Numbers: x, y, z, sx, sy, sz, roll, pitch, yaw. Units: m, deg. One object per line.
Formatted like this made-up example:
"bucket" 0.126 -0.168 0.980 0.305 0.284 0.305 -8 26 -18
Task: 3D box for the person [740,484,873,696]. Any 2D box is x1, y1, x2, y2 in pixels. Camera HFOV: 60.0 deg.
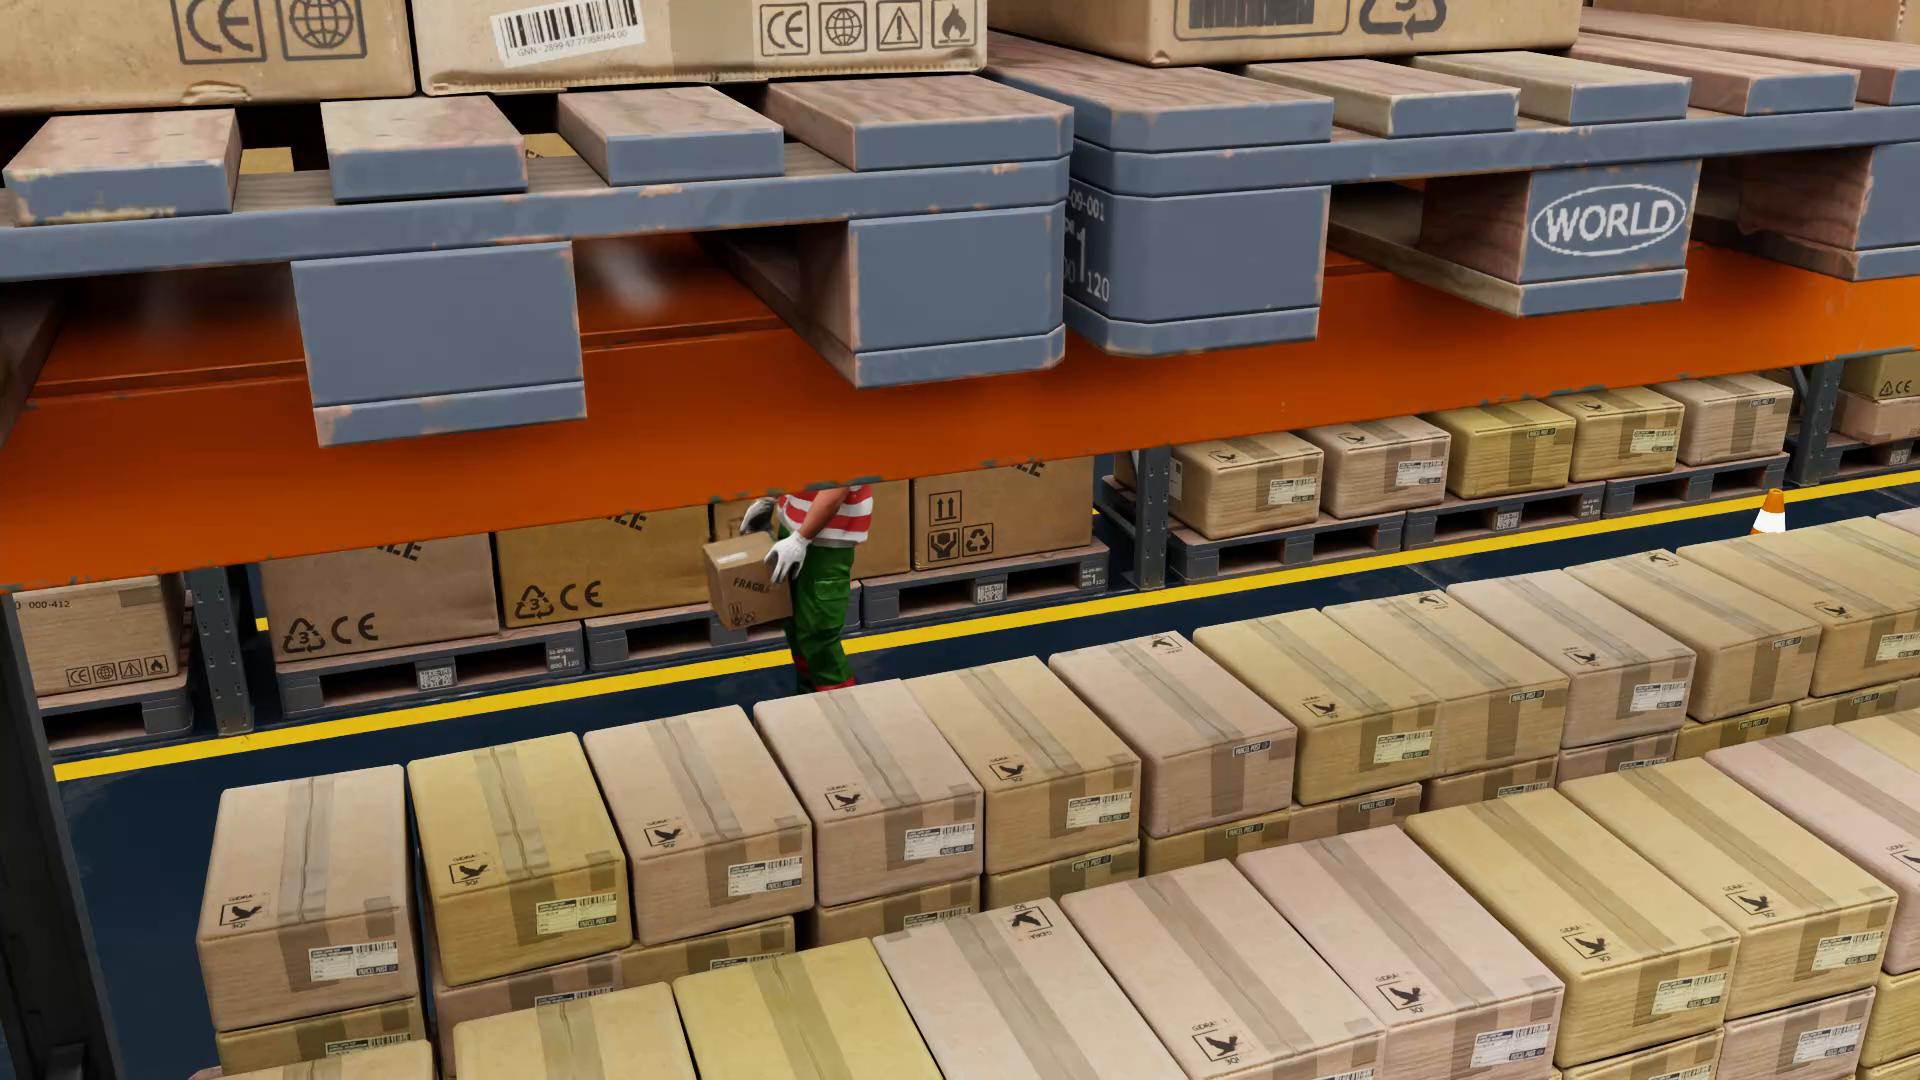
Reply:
"person" -0.554 -0.023 6.115 0.437 1.790 0.539 -9 24 -20
